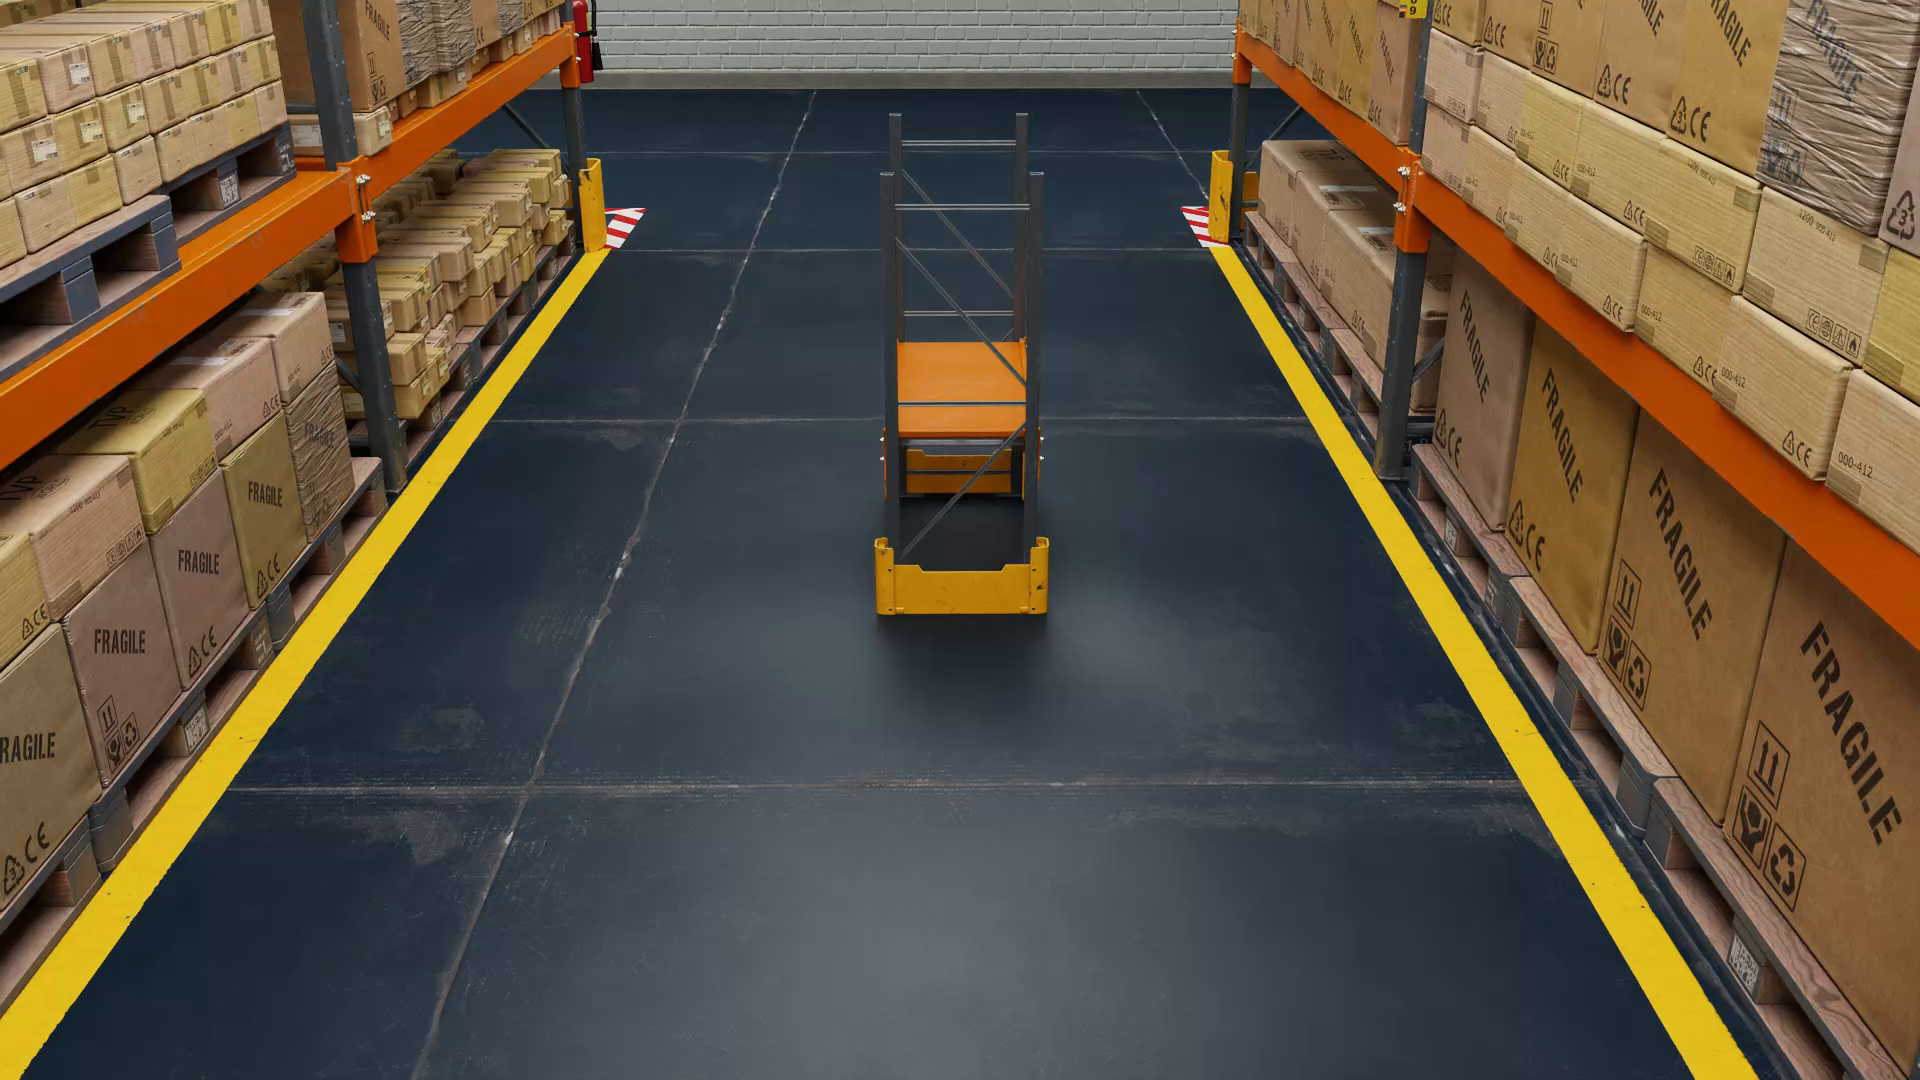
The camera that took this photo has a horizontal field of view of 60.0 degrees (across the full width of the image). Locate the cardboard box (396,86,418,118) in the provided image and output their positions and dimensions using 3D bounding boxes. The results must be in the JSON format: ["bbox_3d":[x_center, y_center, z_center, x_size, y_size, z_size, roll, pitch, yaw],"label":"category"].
[{"bbox_3d":[-2.546,-1.898,7.111,0.380,0.149,0.250,-1,24,-3],"label":"cardboard box"}]

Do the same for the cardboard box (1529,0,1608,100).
[{"bbox_3d":[1.961,-1.533,4.664,0.500,0.500,0.500,-1,24,-2],"label":"cardboard box"}]

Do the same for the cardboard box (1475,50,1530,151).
[{"bbox_3d":[1.964,-1.393,5.264,0.500,0.250,0.500,0,24,0],"label":"cardboard box"}]

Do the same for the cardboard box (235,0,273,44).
[{"bbox_3d":[-2.541,-1.750,5.552,0.380,0.149,0.250,1,24,2],"label":"cardboard box"}]

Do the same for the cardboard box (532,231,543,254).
[{"bbox_3d":[-2.549,-1.676,9.267,0.380,0.149,0.250,0,24,-1],"label":"cardboard box"}]

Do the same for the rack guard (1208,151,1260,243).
[{"bbox_3d":[2.164,-2.150,10.396,1.175,0.500,0.348,0,24,-1],"label":"rack guard"}]

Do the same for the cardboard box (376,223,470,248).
[{"bbox_3d":[-2.565,-1.415,7.967,0.380,0.149,0.250,-1,24,-3],"label":"cardboard box"}]

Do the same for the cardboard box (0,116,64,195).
[{"bbox_3d":[-2.524,-0.973,4.195,0.380,0.149,0.250,1,24,1],"label":"cardboard box"}]

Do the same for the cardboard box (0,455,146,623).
[{"bbox_3d":[-2.461,-0.010,4.247,0.500,0.250,0.500,0,24,0],"label":"cardboard box"}]

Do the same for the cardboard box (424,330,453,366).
[{"bbox_3d":[-2.481,-0.822,7.378,0.380,0.149,0.250,0,24,-1],"label":"cardboard box"}]

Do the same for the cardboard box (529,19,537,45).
[{"bbox_3d":[-2.515,-2.761,9.020,0.380,0.149,0.250,0,24,-1],"label":"cardboard box"}]

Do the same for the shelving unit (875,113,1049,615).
[{"bbox_3d":[0.001,-0.652,5.871,0.587,1.500,1.083,0,24,-1],"label":"shelving unit"}]

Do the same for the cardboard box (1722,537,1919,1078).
[{"bbox_3d":[2.327,0.510,3.552,0.875,0.875,0.875,0,24,-1],"label":"cardboard box"}]

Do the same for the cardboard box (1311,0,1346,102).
[{"bbox_3d":[1.916,-2.285,7.541,0.500,0.500,0.500,-1,24,-1],"label":"cardboard box"}]

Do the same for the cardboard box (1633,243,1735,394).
[{"bbox_3d":[1.976,-0.539,3.984,0.500,0.250,0.500,0,24,-1],"label":"cardboard box"}]

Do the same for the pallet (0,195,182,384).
[{"bbox_3d":[-2.760,-0.646,4.272,1.003,0.211,1.213,0,24,-1],"label":"pallet"}]

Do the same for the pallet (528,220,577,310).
[{"bbox_3d":[-2.810,-1.578,9.483,1.003,0.211,1.213,0,24,-1],"label":"pallet"}]

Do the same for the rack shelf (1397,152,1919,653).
[{"bbox_3d":[2.230,-0.478,4.541,1.077,0.370,4.000,0,24,-1],"label":"rack shelf"}]

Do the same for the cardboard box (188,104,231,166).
[{"bbox_3d":[-2.534,-1.271,5.215,0.380,0.149,0.250,0,24,-1],"label":"cardboard box"}]

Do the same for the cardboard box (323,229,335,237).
[{"bbox_3d":[-3.093,-1.412,7.961,0.380,0.149,0.250,-1,24,-2],"label":"cardboard box"}]

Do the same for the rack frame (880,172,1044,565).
[{"bbox_3d":[0.006,-0.439,5.400,0.500,1.500,0.032,0,24,-1],"label":"rack frame"}]

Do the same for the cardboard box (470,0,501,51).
[{"bbox_3d":[-2.512,-2.585,7.844,0.500,0.500,0.500,1,24,2],"label":"cardboard box"}]

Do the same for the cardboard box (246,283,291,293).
[{"bbox_3d":[-3.047,-0.980,7.006,0.380,0.149,0.250,0,24,0],"label":"cardboard box"}]

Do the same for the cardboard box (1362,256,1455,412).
[{"bbox_3d":[2.308,-0.914,7.229,0.875,0.438,0.875,-1,24,-1],"label":"cardboard box"}]

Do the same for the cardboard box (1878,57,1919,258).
[{"bbox_3d":[1.984,-0.695,2.812,0.500,0.500,0.500,-1,24,-2],"label":"cardboard box"}]

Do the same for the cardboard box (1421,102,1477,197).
[{"bbox_3d":[1.949,-1.380,5.842,0.500,0.250,0.500,-1,24,-2],"label":"cardboard box"}]

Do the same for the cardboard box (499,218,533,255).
[{"bbox_3d":[-2.467,-1.599,8.734,0.380,0.149,0.250,0,24,0],"label":"cardboard box"}]

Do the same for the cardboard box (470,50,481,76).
[{"bbox_3d":[-2.553,-2.327,8.059,0.380,0.149,0.250,0,24,0],"label":"cardboard box"}]

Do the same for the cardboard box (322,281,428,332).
[{"bbox_3d":[-2.481,-0.987,7.019,0.380,0.149,0.250,1,24,2],"label":"cardboard box"}]

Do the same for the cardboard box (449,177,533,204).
[{"bbox_3d":[-2.511,-1.844,8.916,0.380,0.149,0.250,-1,24,-3],"label":"cardboard box"}]

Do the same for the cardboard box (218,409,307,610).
[{"bbox_3d":[-2.476,-0.104,5.363,0.500,0.500,0.500,-1,24,-2],"label":"cardboard box"}]

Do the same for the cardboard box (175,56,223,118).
[{"bbox_3d":[-2.535,-1.405,5.151,0.380,0.149,0.250,1,24,2],"label":"cardboard box"}]

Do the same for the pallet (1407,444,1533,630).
[{"bbox_3d":[2.292,-0.042,6.087,1.003,0.211,1.213,0,24,-1],"label":"pallet"}]

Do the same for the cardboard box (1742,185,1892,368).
[{"bbox_3d":[1.983,-0.551,3.404,0.500,0.250,0.500,-1,24,-2],"label":"cardboard box"}]

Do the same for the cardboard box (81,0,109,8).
[{"bbox_3d":[-3.029,-1.946,6.430,0.500,0.500,0.500,0,24,0],"label":"cardboard box"}]

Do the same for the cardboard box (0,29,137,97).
[{"bbox_3d":[-2.534,-1.323,4.609,0.380,0.149,0.250,-1,24,-2],"label":"cardboard box"}]

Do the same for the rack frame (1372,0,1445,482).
[{"bbox_3d":[2.208,-1.630,6.215,1.000,3.000,0.127,0,24,-1],"label":"rack frame"}]

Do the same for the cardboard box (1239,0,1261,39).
[{"bbox_3d":[1.882,-3.125,9.398,0.500,0.500,0.500,0,24,-1],"label":"cardboard box"}]

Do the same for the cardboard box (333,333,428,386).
[{"bbox_3d":[-2.425,-0.745,6.847,0.380,0.149,0.250,1,24,2],"label":"cardboard box"}]

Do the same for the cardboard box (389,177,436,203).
[{"bbox_3d":[-3.035,-1.841,8.910,0.380,0.149,0.250,-1,24,-3],"label":"cardboard box"}]

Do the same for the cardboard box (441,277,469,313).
[{"bbox_3d":[-2.536,-1.174,7.795,0.380,0.149,0.250,1,24,2],"label":"cardboard box"}]

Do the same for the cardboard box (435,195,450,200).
[{"bbox_3d":[-2.998,-1.812,9.205,0.380,0.149,0.250,0,24,0],"label":"cardboard box"}]

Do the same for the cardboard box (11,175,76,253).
[{"bbox_3d":[-2.518,-0.834,4.249,0.380,0.149,0.250,-1,24,-2],"label":"cardboard box"}]
